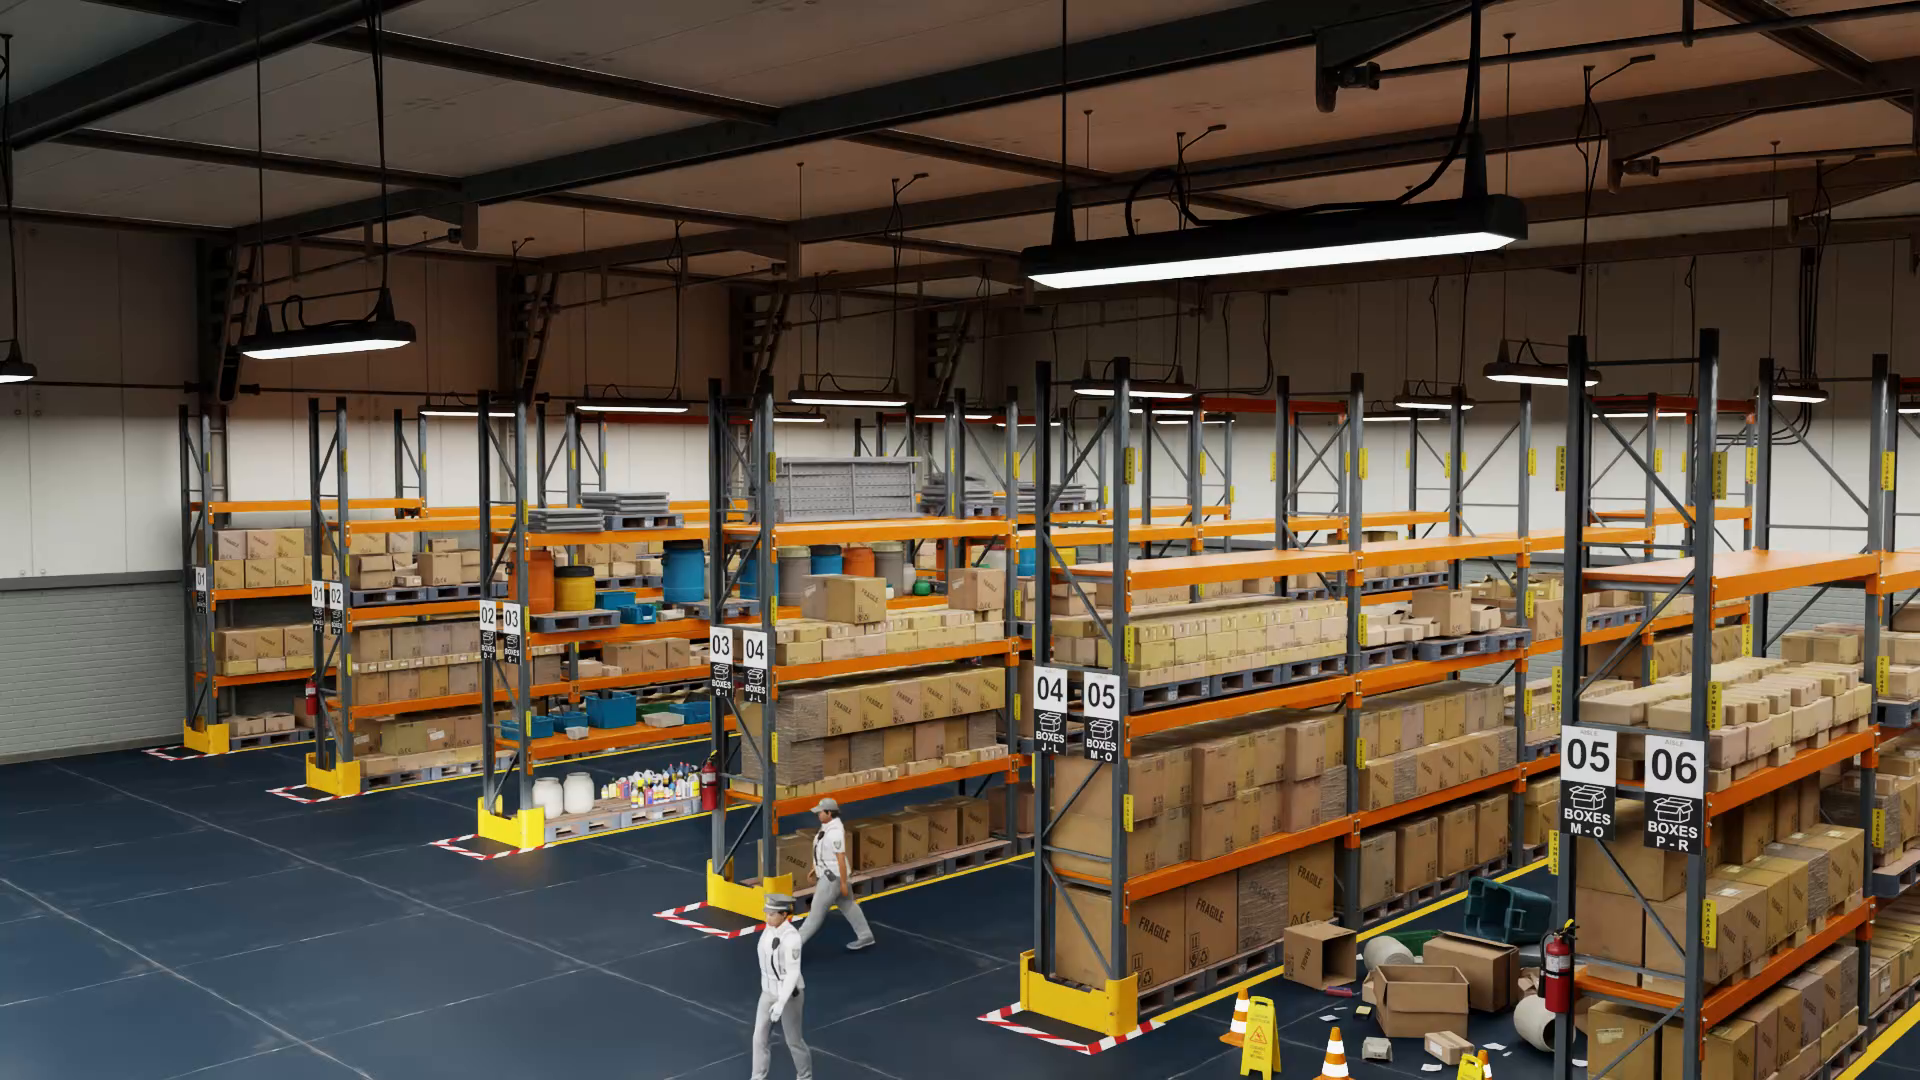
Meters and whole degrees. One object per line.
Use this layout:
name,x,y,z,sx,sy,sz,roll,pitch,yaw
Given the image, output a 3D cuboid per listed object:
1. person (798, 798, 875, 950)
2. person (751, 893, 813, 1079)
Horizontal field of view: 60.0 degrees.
person,-1.403,3.442,17.119,1.065,1.598,0.504,0,3,-4
person,-1.455,3.635,13.196,0.663,1.668,0.522,-2,4,-39
